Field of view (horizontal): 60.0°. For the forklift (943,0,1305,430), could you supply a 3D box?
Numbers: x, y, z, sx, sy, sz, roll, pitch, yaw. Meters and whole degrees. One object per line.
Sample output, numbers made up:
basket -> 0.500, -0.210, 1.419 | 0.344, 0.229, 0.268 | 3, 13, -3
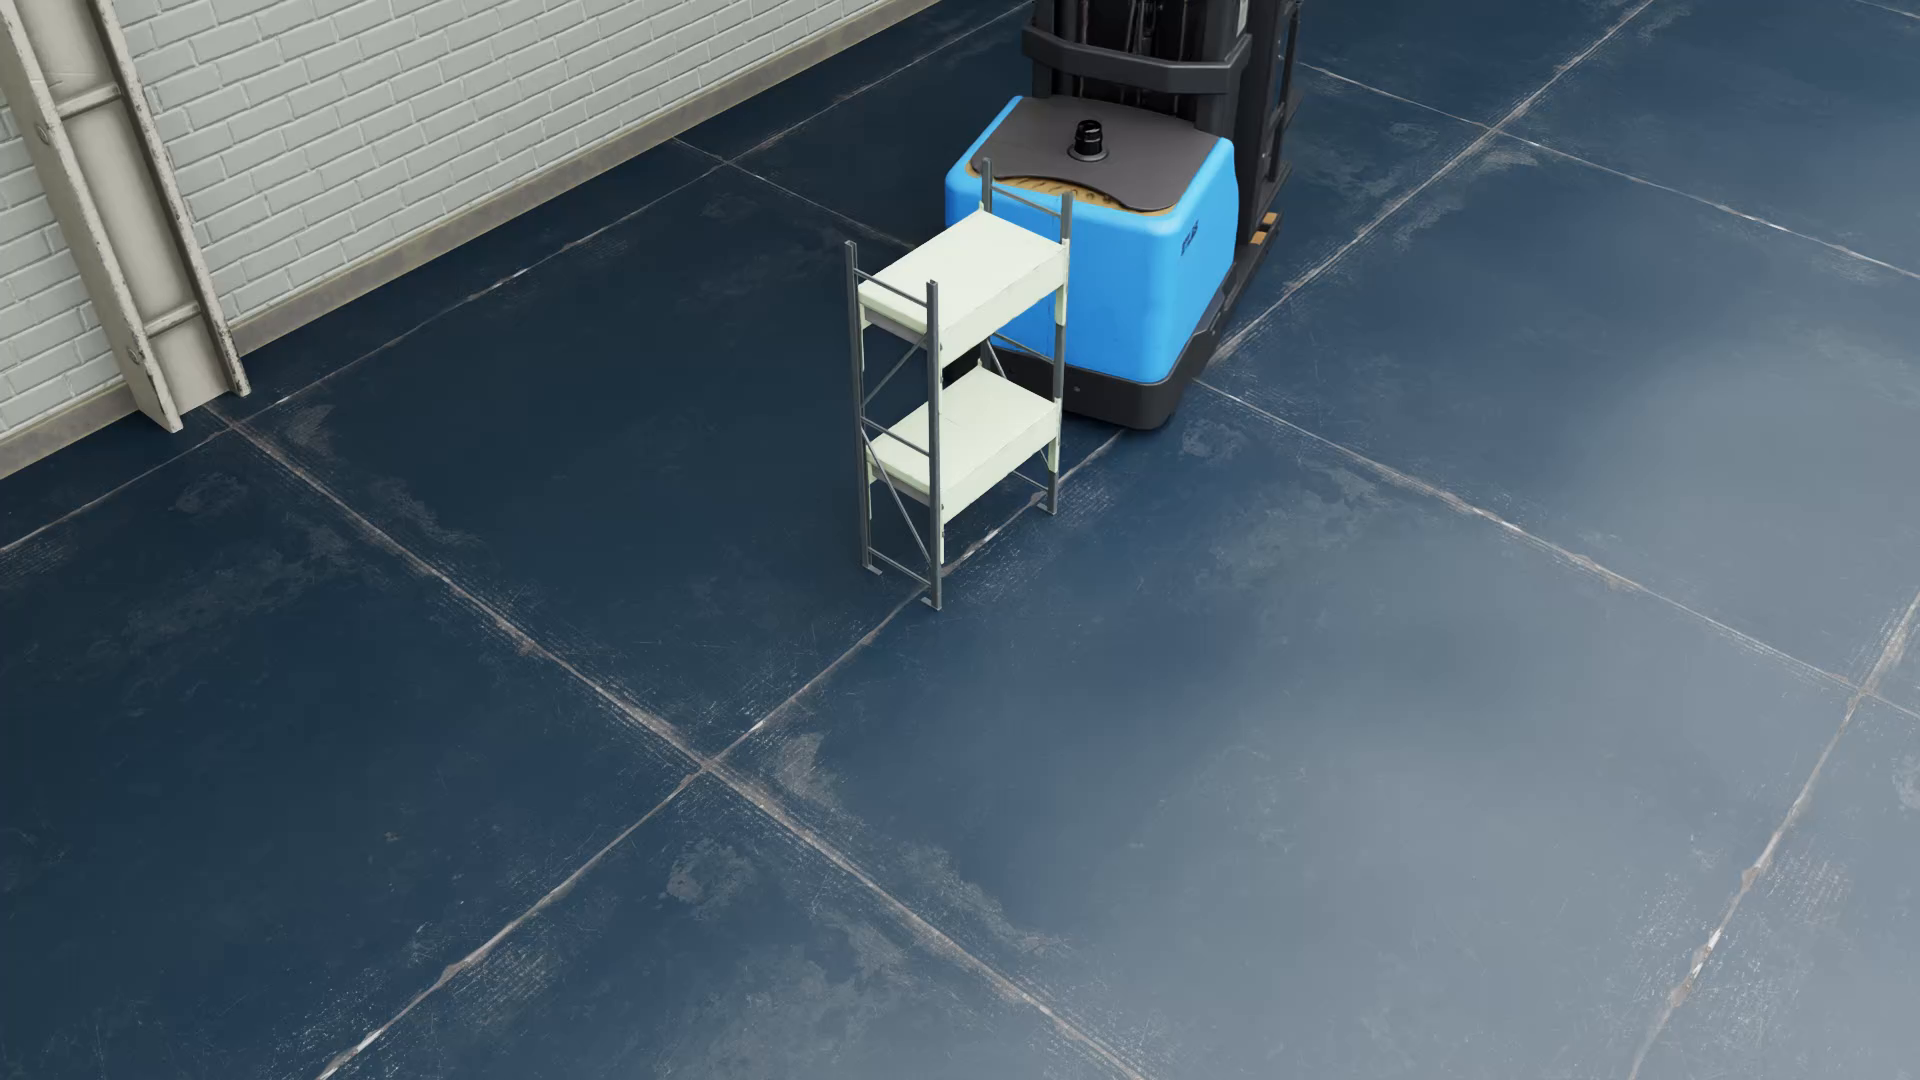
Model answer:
forklift -> 0.977, -2.557, 7.384 | 1.130, 2.935, 3.031 | 16, 45, 17

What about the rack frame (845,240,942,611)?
rack frame -> -0.231, -0.370, 6.042 | 0.400, 1.500, 0.023 | 29, 50, 28

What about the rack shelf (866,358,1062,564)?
rack shelf -> 0.004, -0.317, 6.469 | 0.431, 0.370, 0.720 | 29, 50, 28

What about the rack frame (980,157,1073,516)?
rack frame -> 0.240, -0.747, 6.457 | 0.400, 1.500, 0.023 | 29, 50, 28

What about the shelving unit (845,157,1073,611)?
shelving unit -> 0.004, -0.558, 6.249 | 0.431, 1.500, 0.755 | 29, 50, 28

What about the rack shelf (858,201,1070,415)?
rack shelf -> 0.004, -0.847, 5.987 | 0.431, 0.370, 0.720 | 29, 50, 28

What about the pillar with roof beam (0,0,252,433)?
pillar with roof beam -> -0.136, -2.099, 2.370 | 9.100, 9.000, 0.400 | 29, 50, 28
